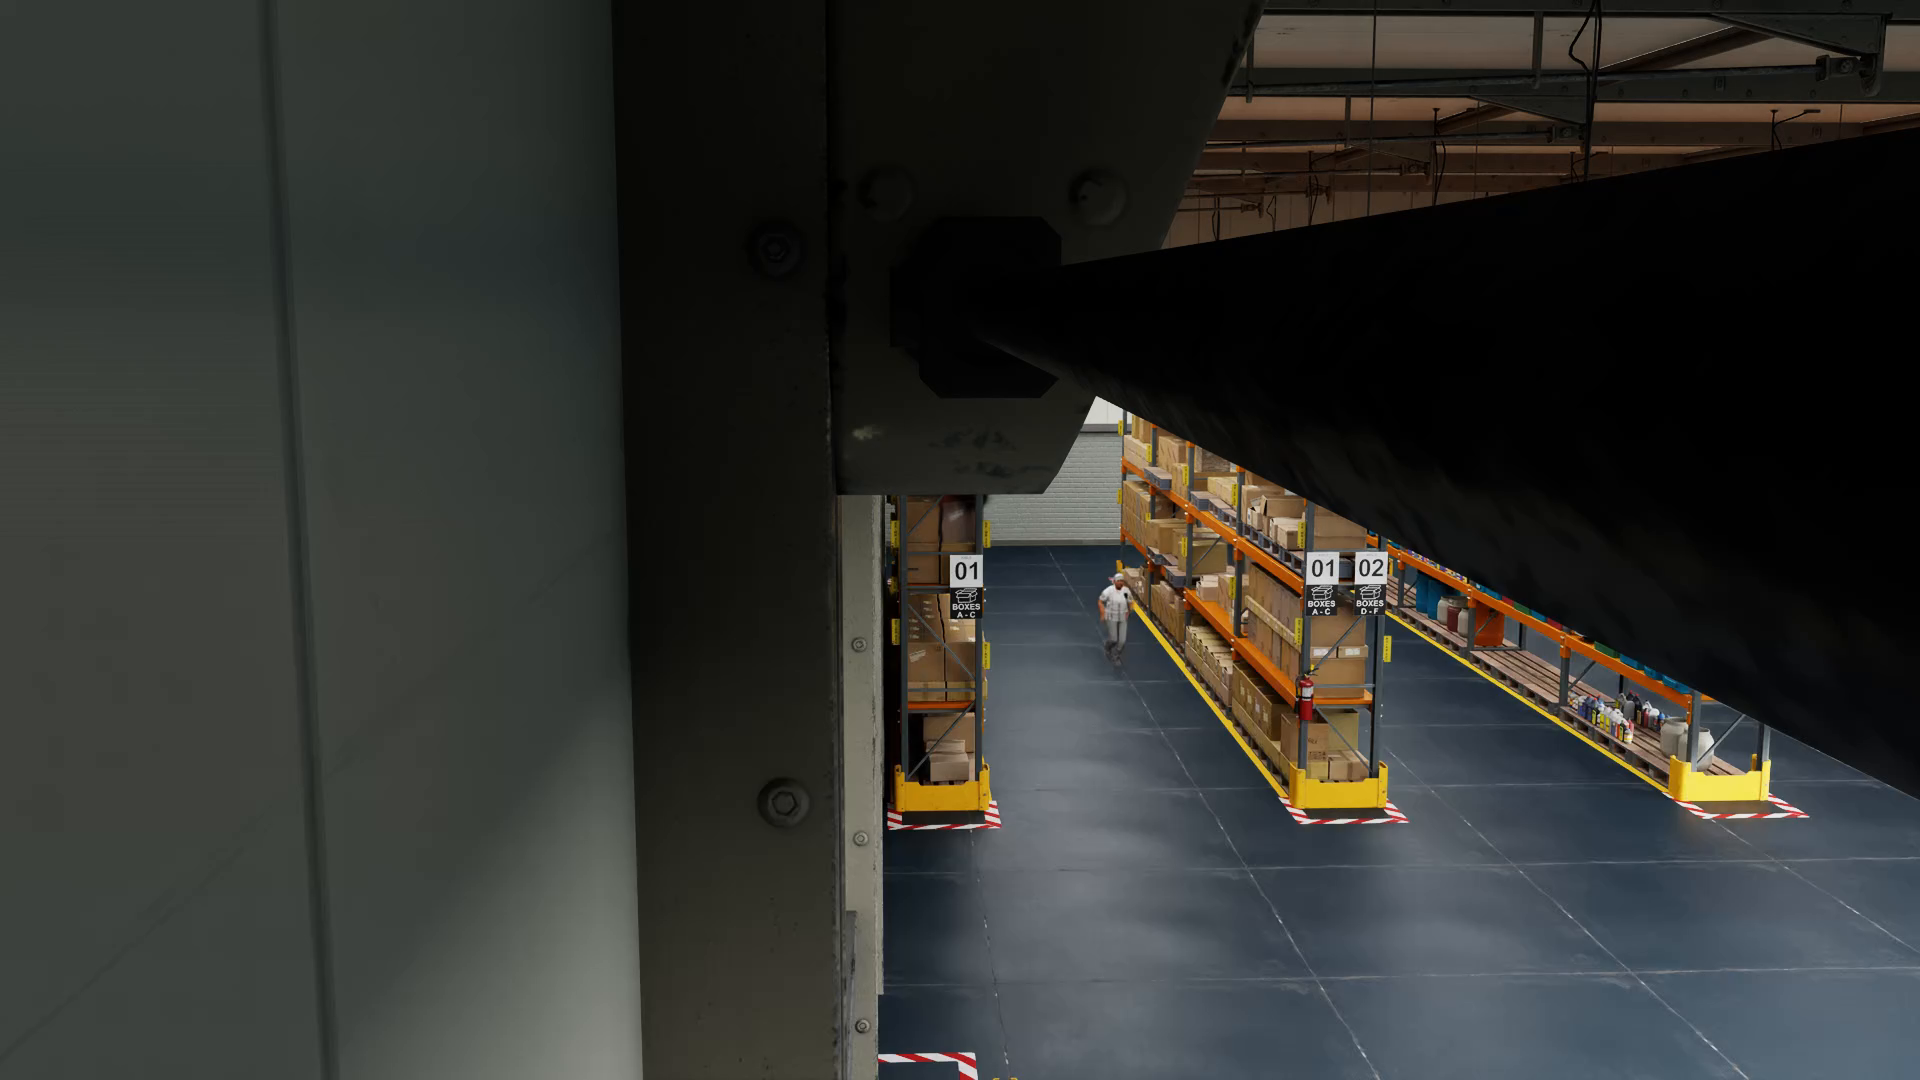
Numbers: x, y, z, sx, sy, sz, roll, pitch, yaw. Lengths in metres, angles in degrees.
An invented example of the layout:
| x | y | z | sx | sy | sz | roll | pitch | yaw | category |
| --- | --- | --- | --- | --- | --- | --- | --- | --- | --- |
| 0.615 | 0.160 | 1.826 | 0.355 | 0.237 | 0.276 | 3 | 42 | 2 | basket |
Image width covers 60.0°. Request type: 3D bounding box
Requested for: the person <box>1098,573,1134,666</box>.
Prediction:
| x | y | z | sx | sy | sz | roll | pitch | yaw | category |
| --- | --- | --- | --- | --- | --- | --- | --- | --- | --- |
| 2.683 | 1.367 | 28.353 | 0.592 | 1.608 | 0.588 | -1 | 9 | -8 | person |

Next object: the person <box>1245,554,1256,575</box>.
| x | y | z | sx | sy | sz | roll | pitch | yaw | category |
| --- | --- | --- | --- | --- | --- | --- | --- | --- | --- |
| 6.060 | 0.439 | 34.431 | 0.667 | 1.680 | 0.598 | -3 | 9 | -18 | person |
